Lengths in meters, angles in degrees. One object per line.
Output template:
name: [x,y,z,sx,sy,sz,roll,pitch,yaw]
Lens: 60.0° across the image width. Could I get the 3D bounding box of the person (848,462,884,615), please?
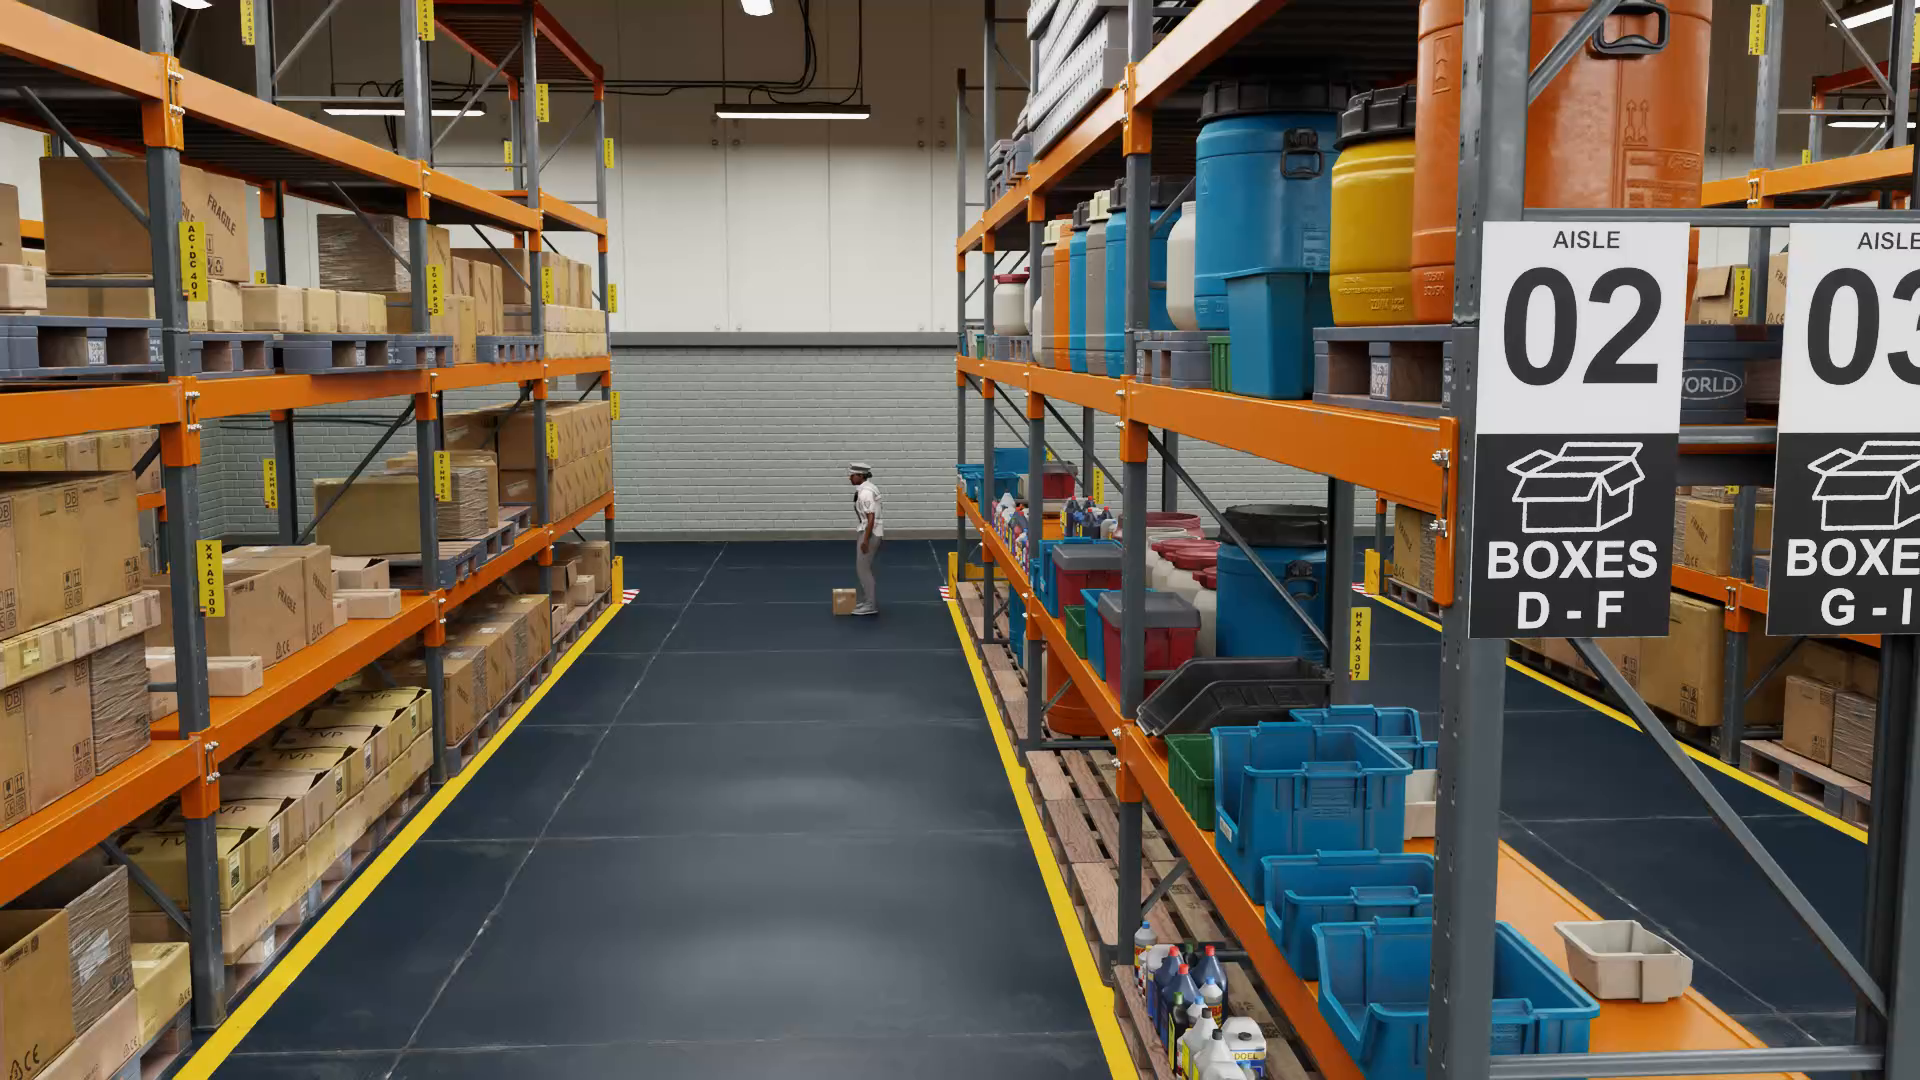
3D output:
person: [-1.034,-0.025,18.195,0.393,1.663,0.532,-1,7,-7]
